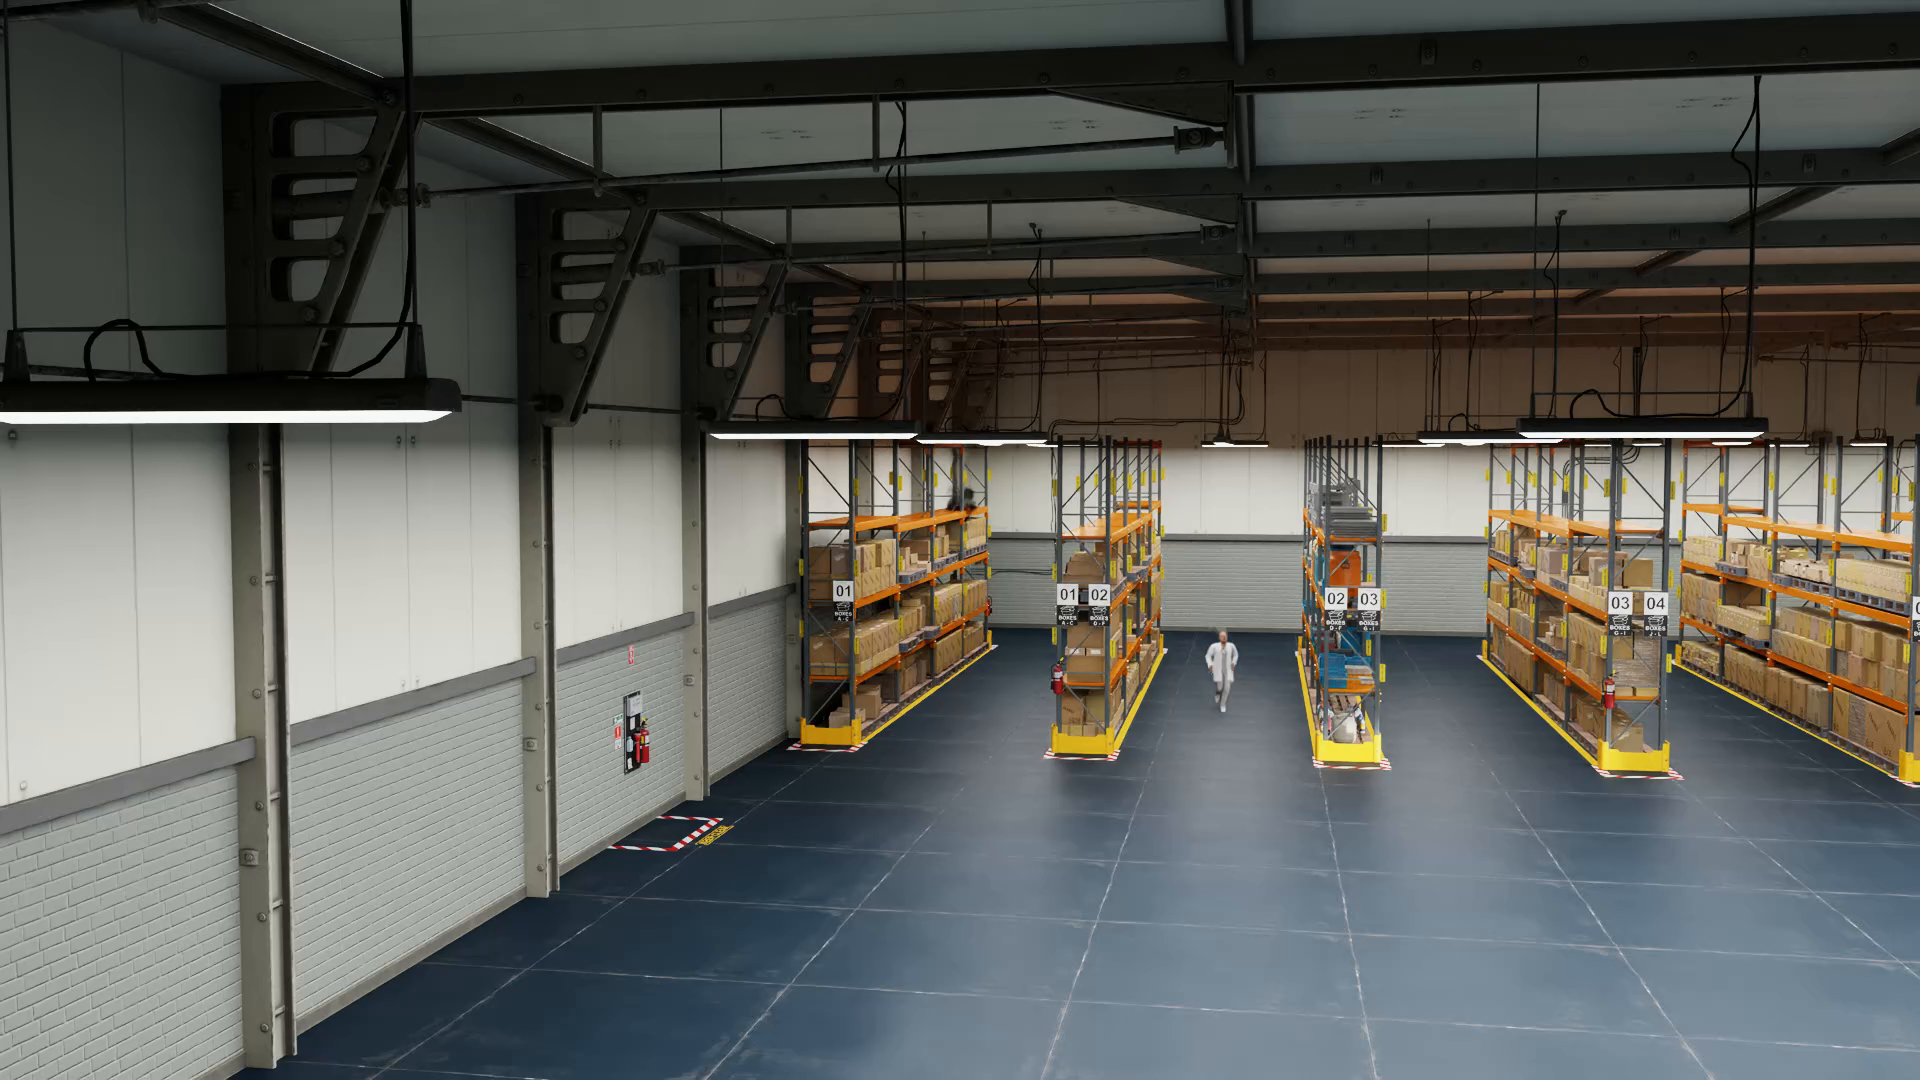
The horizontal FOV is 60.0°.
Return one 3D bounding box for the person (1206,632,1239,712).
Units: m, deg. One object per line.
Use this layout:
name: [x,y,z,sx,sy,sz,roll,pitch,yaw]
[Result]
person: [5.786,2.893,36.642,0.724,1.752,0.653,0,3,-1]
